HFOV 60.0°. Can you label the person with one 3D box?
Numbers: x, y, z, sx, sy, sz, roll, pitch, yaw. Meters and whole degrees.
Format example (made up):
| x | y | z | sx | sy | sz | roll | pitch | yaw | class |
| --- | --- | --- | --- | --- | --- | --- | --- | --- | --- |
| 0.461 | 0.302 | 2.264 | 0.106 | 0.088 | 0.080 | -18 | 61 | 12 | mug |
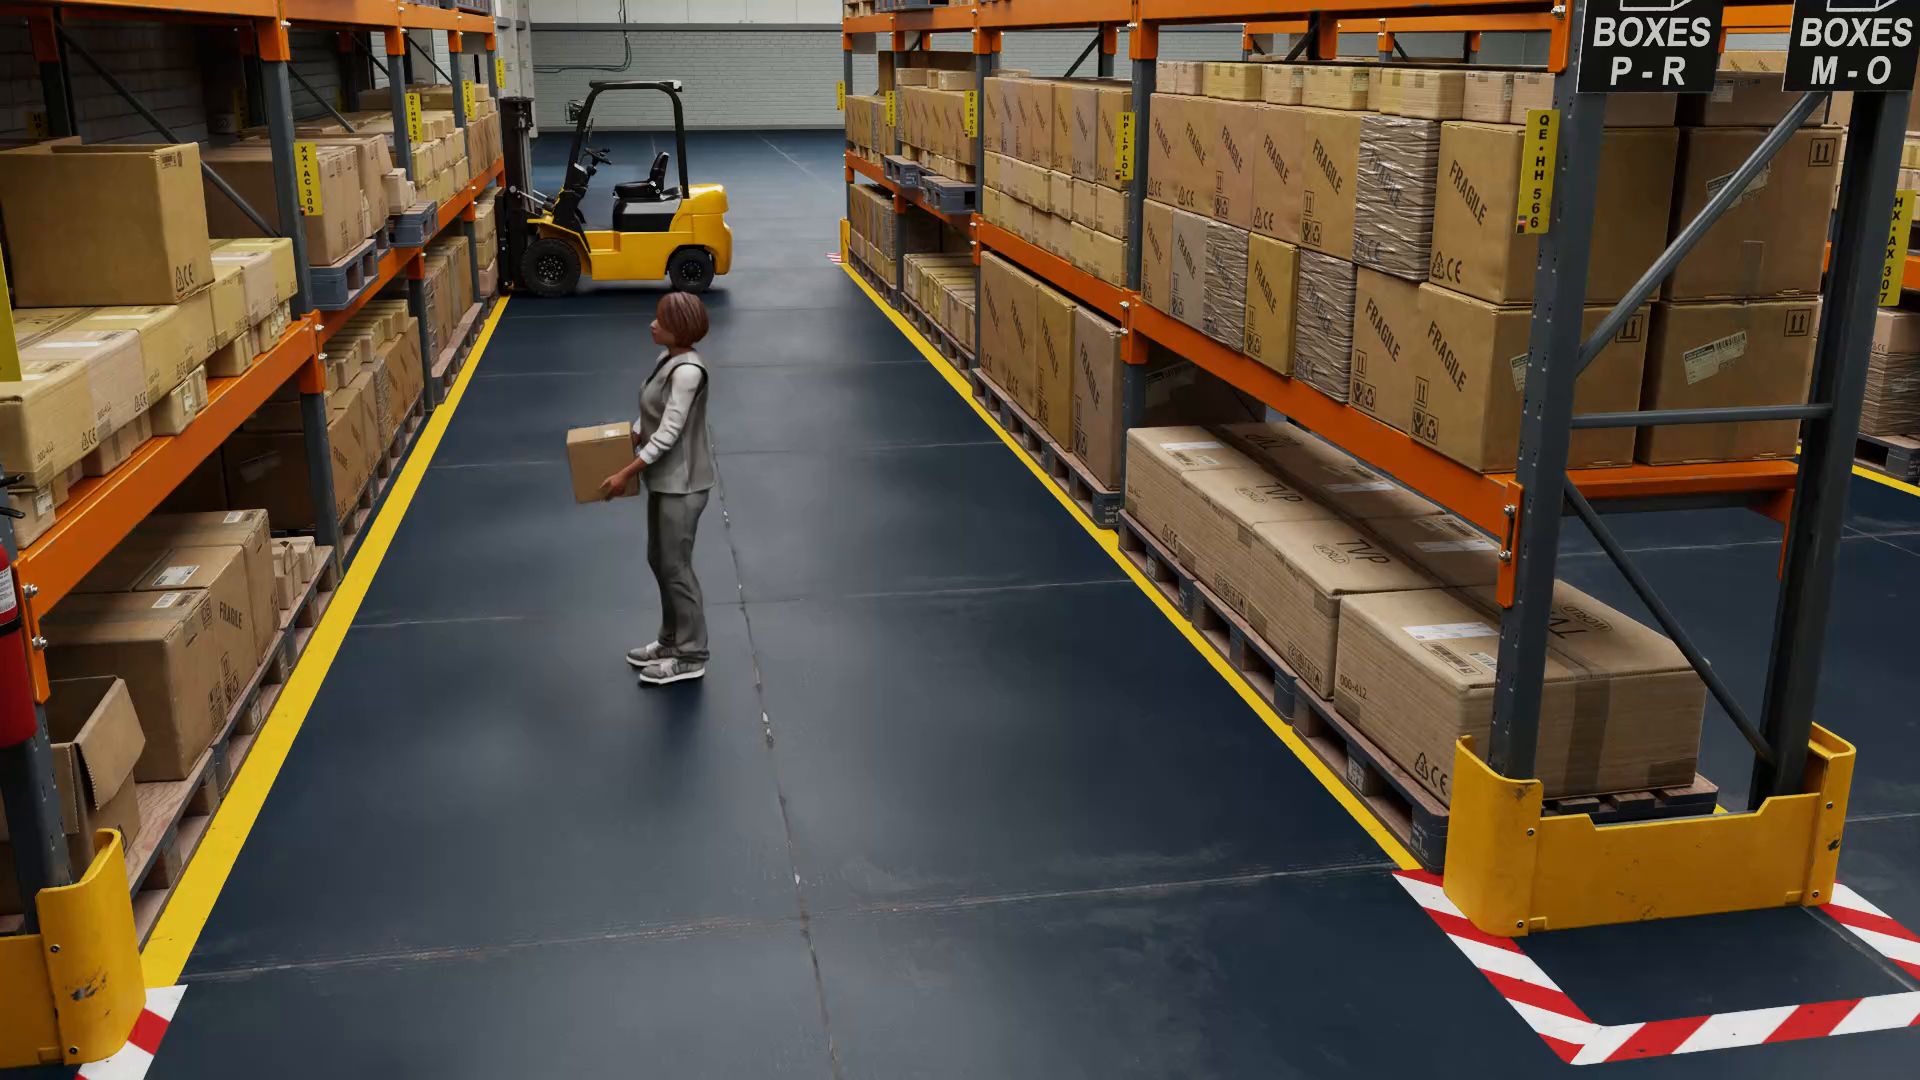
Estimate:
| x | y | z | sx | sy | sz | roll | pitch | yaw | class |
| --- | --- | --- | --- | --- | --- | --- | --- | --- | --- |
| -1.227 | -0.203 | 6.726 | 0.476 | 1.599 | 0.428 | -5 | 17 | -18 | person |
